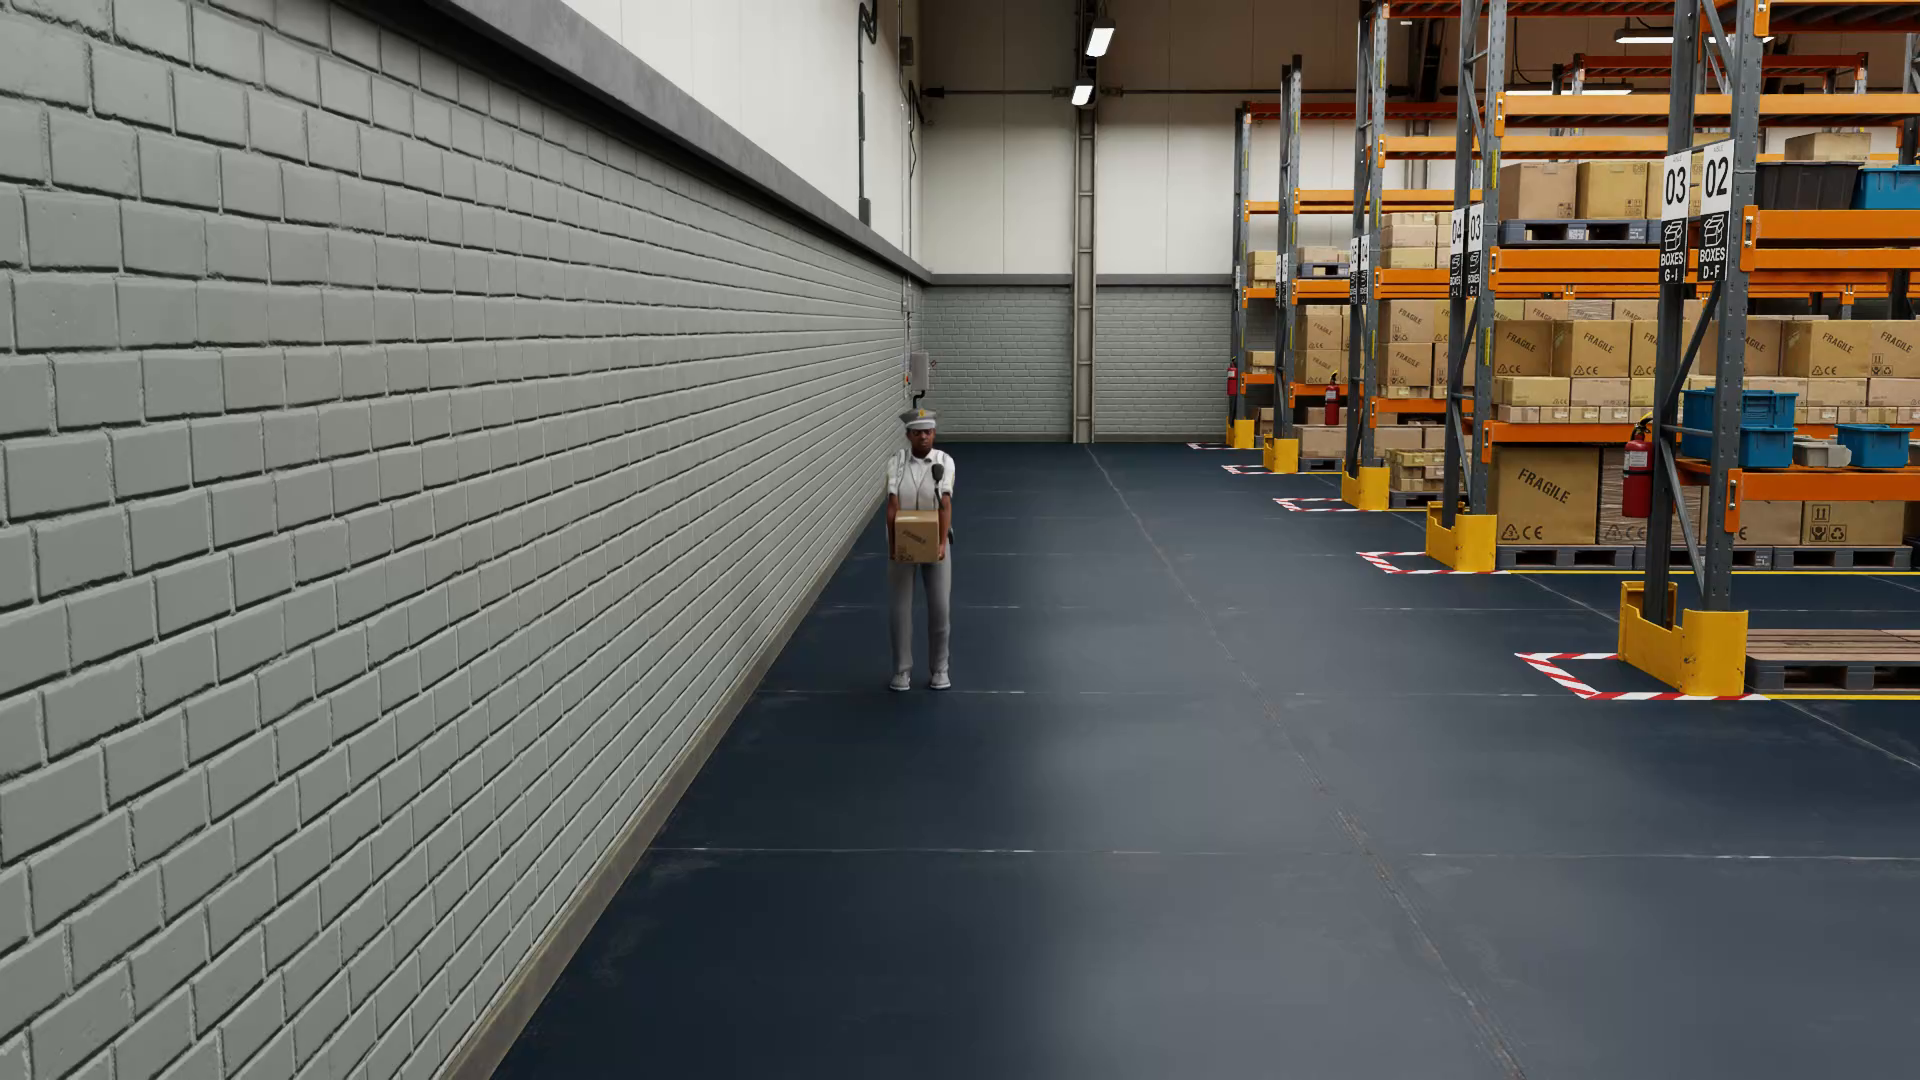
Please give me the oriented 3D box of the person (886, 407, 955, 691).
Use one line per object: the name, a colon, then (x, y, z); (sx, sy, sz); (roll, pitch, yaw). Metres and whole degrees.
person: (-0.237, 0.056, 9.867); (0.416, 1.680, 0.530); (0, 7, 0)
